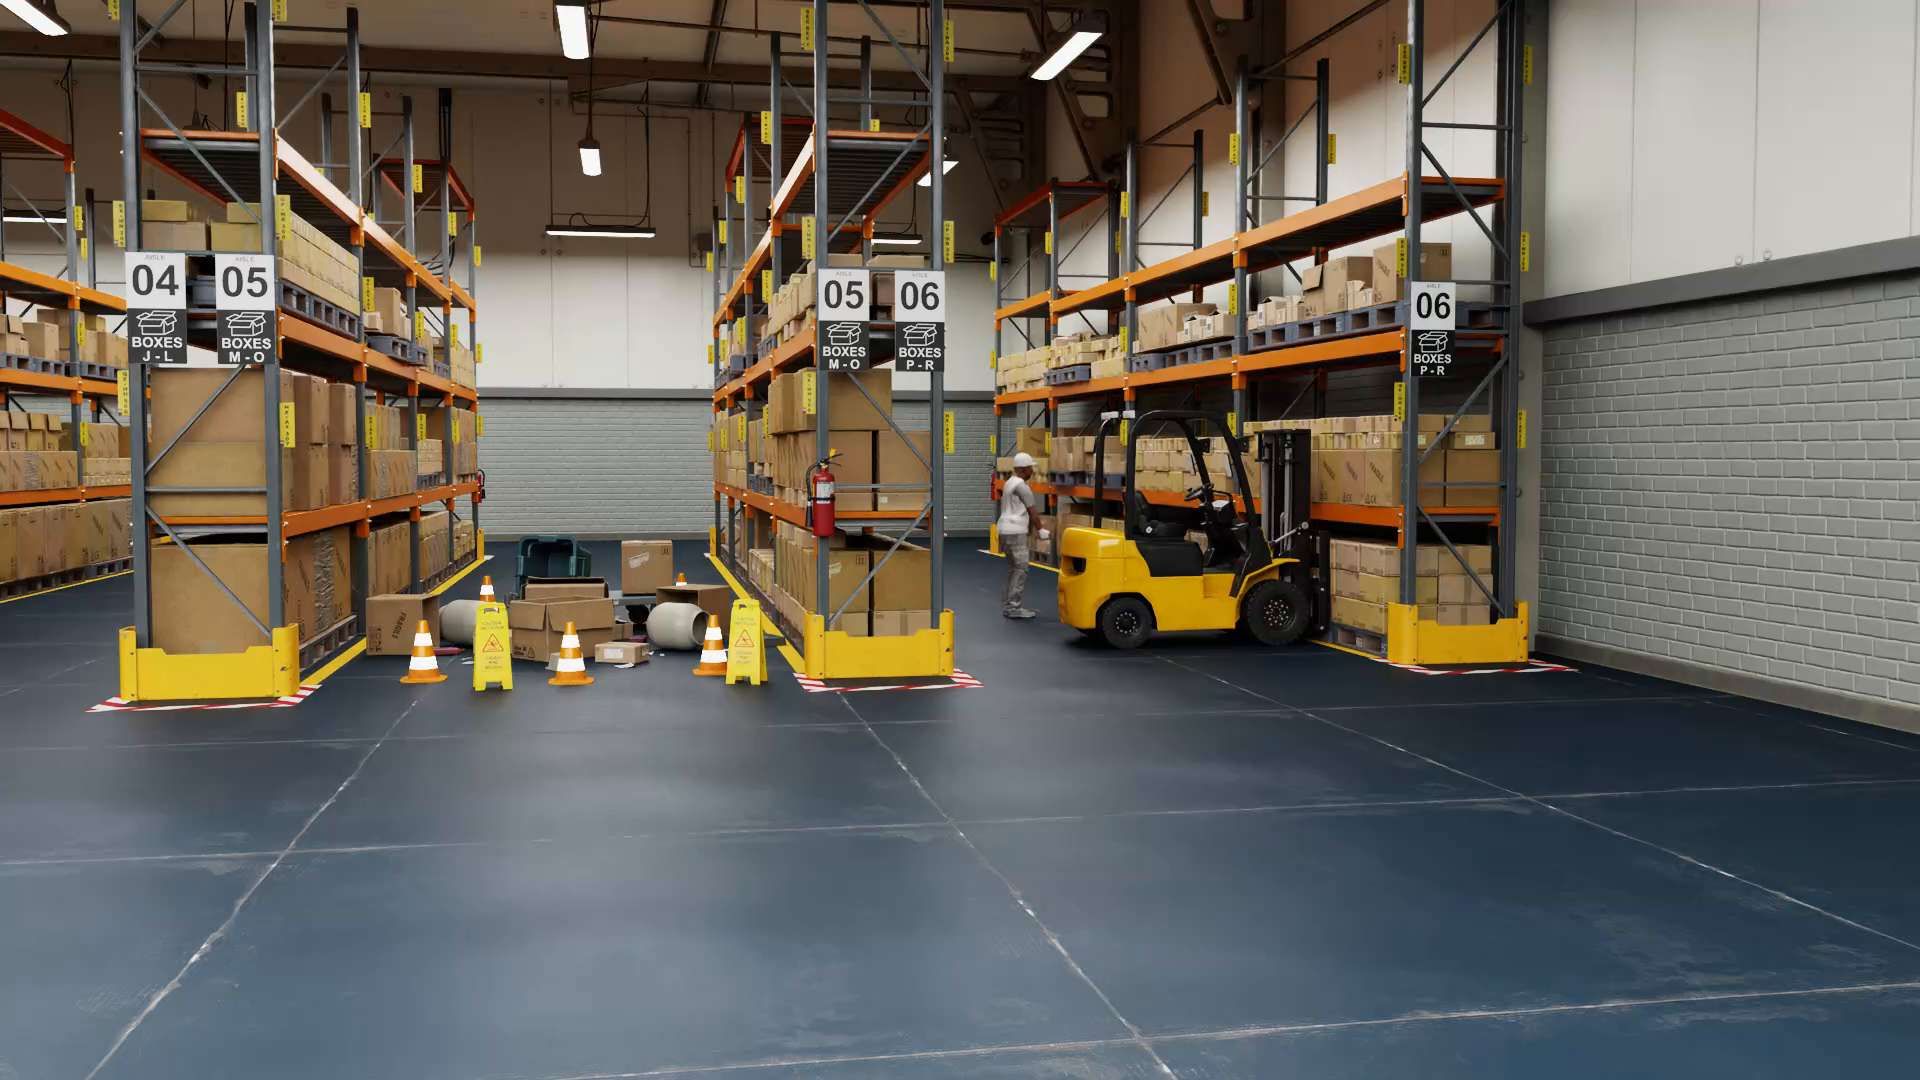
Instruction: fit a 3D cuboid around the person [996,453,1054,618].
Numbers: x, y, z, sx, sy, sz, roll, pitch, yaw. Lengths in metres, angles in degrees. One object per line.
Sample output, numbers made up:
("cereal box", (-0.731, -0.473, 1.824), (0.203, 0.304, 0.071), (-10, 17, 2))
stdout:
("person", (0.691, -0.056, 18.019), (0.588, 1.773, 0.492), (-1, 3, -12))
